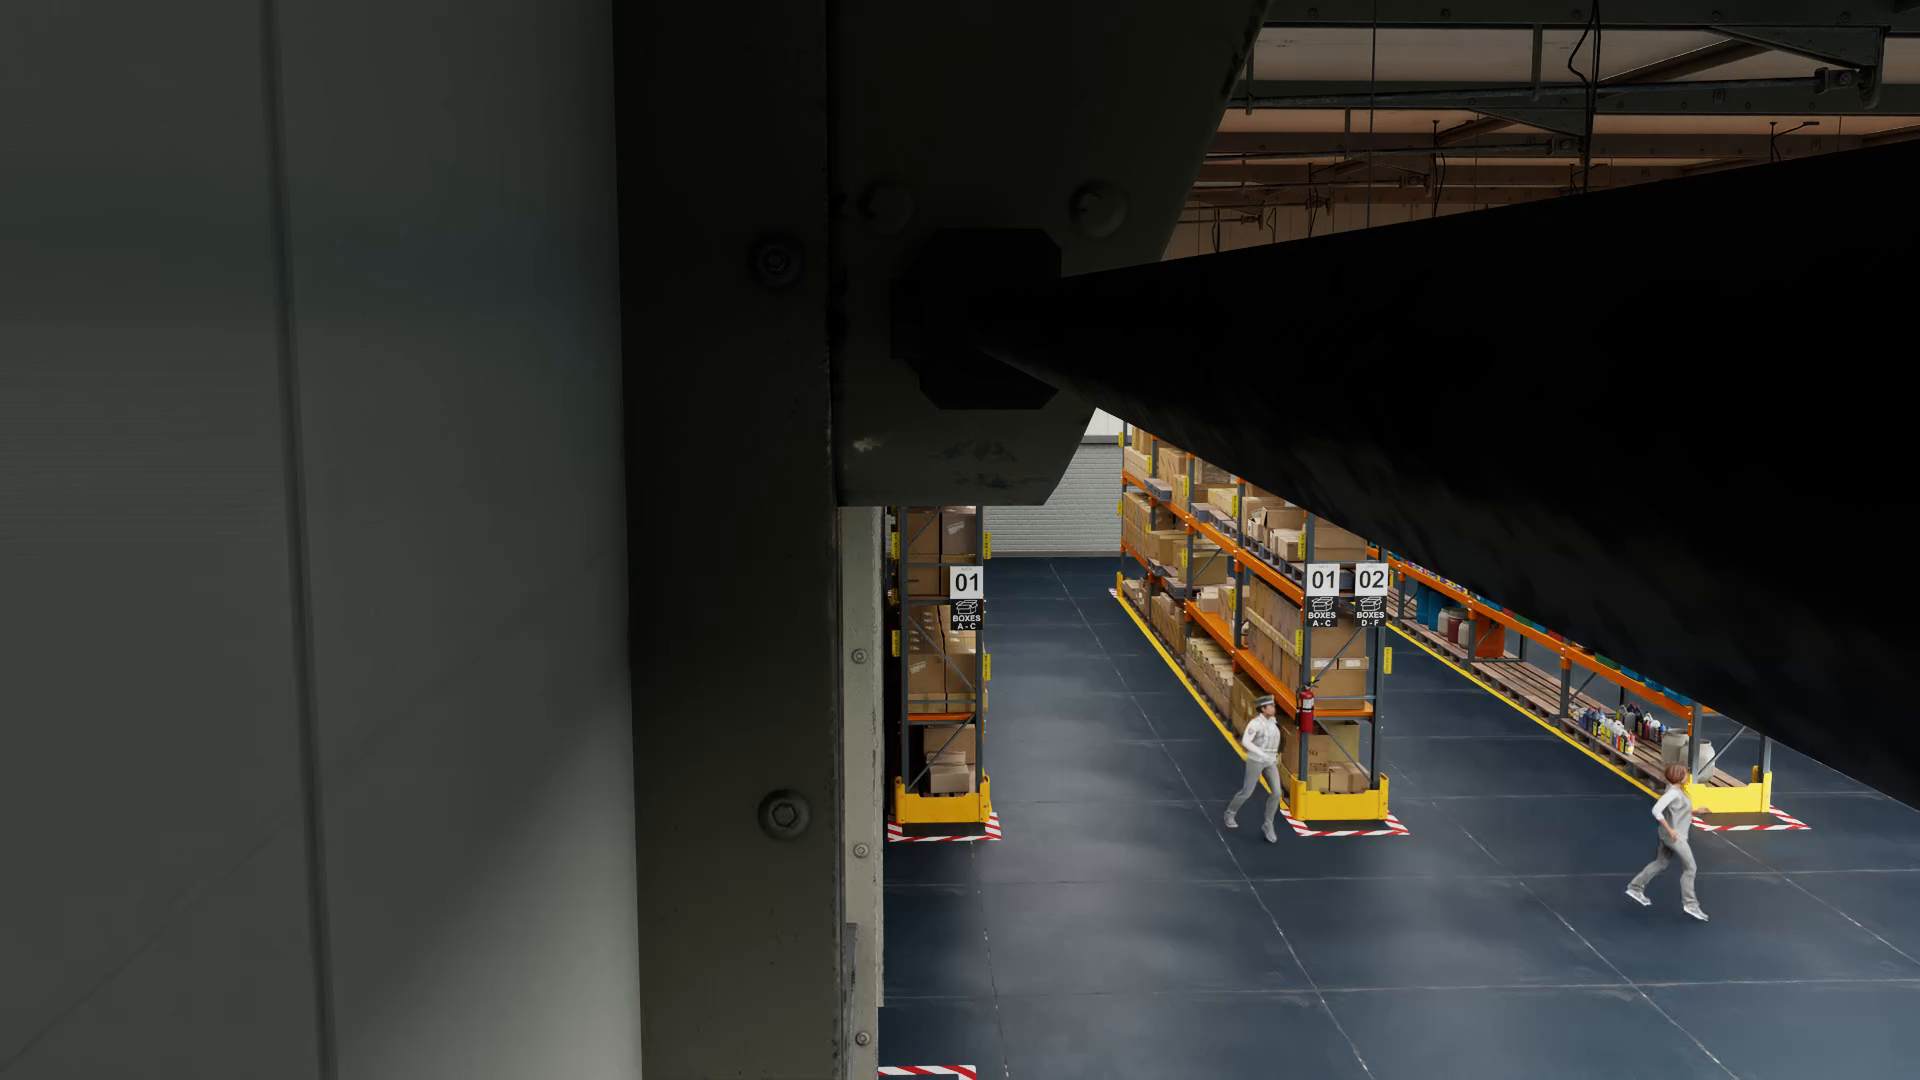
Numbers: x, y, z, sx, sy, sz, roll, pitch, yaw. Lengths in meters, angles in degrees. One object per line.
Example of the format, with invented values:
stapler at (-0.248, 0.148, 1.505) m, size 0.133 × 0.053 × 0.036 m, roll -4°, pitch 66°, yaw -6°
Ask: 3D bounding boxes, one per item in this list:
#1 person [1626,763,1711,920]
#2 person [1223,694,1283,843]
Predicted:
person at (7.390, 3.110, 17.281) m, size 0.797 × 1.626 × 0.519 m, roll 2°, pitch 8°, yaw 15°
person at (3.620, 2.687, 19.933) m, size 0.677 × 1.713 × 0.753 m, roll -5°, pitch 10°, yaw -34°
